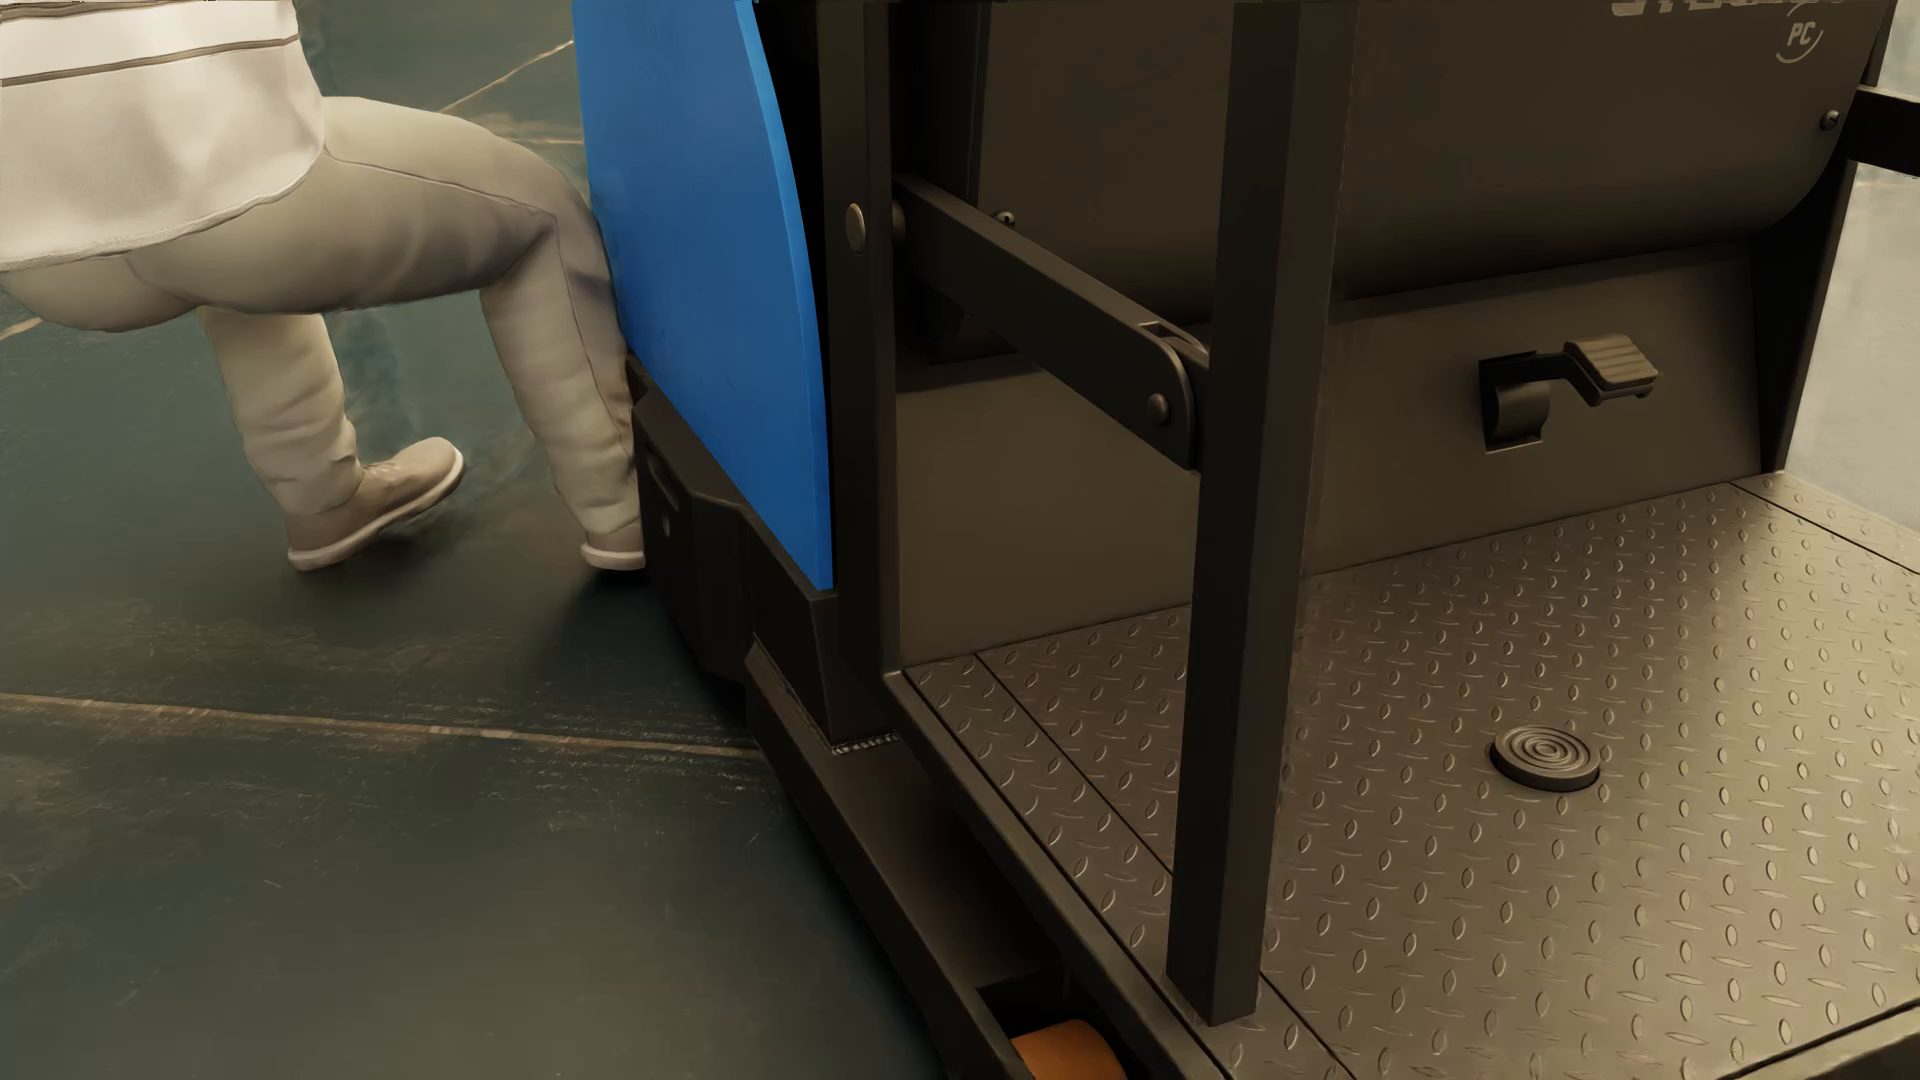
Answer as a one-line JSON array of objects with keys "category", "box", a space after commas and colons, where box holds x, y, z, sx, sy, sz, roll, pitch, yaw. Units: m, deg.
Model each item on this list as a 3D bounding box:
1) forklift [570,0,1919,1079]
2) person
[{"category": "forklift", "box": [0.507, -0.888, 0.996, 1.130, 2.935, 3.031, -11, 29, -21]}, {"category": "person", "box": [-1.056, -0.543, 2.020, 1.506, 1.453, 0.750, -1, 27, -3]}]
